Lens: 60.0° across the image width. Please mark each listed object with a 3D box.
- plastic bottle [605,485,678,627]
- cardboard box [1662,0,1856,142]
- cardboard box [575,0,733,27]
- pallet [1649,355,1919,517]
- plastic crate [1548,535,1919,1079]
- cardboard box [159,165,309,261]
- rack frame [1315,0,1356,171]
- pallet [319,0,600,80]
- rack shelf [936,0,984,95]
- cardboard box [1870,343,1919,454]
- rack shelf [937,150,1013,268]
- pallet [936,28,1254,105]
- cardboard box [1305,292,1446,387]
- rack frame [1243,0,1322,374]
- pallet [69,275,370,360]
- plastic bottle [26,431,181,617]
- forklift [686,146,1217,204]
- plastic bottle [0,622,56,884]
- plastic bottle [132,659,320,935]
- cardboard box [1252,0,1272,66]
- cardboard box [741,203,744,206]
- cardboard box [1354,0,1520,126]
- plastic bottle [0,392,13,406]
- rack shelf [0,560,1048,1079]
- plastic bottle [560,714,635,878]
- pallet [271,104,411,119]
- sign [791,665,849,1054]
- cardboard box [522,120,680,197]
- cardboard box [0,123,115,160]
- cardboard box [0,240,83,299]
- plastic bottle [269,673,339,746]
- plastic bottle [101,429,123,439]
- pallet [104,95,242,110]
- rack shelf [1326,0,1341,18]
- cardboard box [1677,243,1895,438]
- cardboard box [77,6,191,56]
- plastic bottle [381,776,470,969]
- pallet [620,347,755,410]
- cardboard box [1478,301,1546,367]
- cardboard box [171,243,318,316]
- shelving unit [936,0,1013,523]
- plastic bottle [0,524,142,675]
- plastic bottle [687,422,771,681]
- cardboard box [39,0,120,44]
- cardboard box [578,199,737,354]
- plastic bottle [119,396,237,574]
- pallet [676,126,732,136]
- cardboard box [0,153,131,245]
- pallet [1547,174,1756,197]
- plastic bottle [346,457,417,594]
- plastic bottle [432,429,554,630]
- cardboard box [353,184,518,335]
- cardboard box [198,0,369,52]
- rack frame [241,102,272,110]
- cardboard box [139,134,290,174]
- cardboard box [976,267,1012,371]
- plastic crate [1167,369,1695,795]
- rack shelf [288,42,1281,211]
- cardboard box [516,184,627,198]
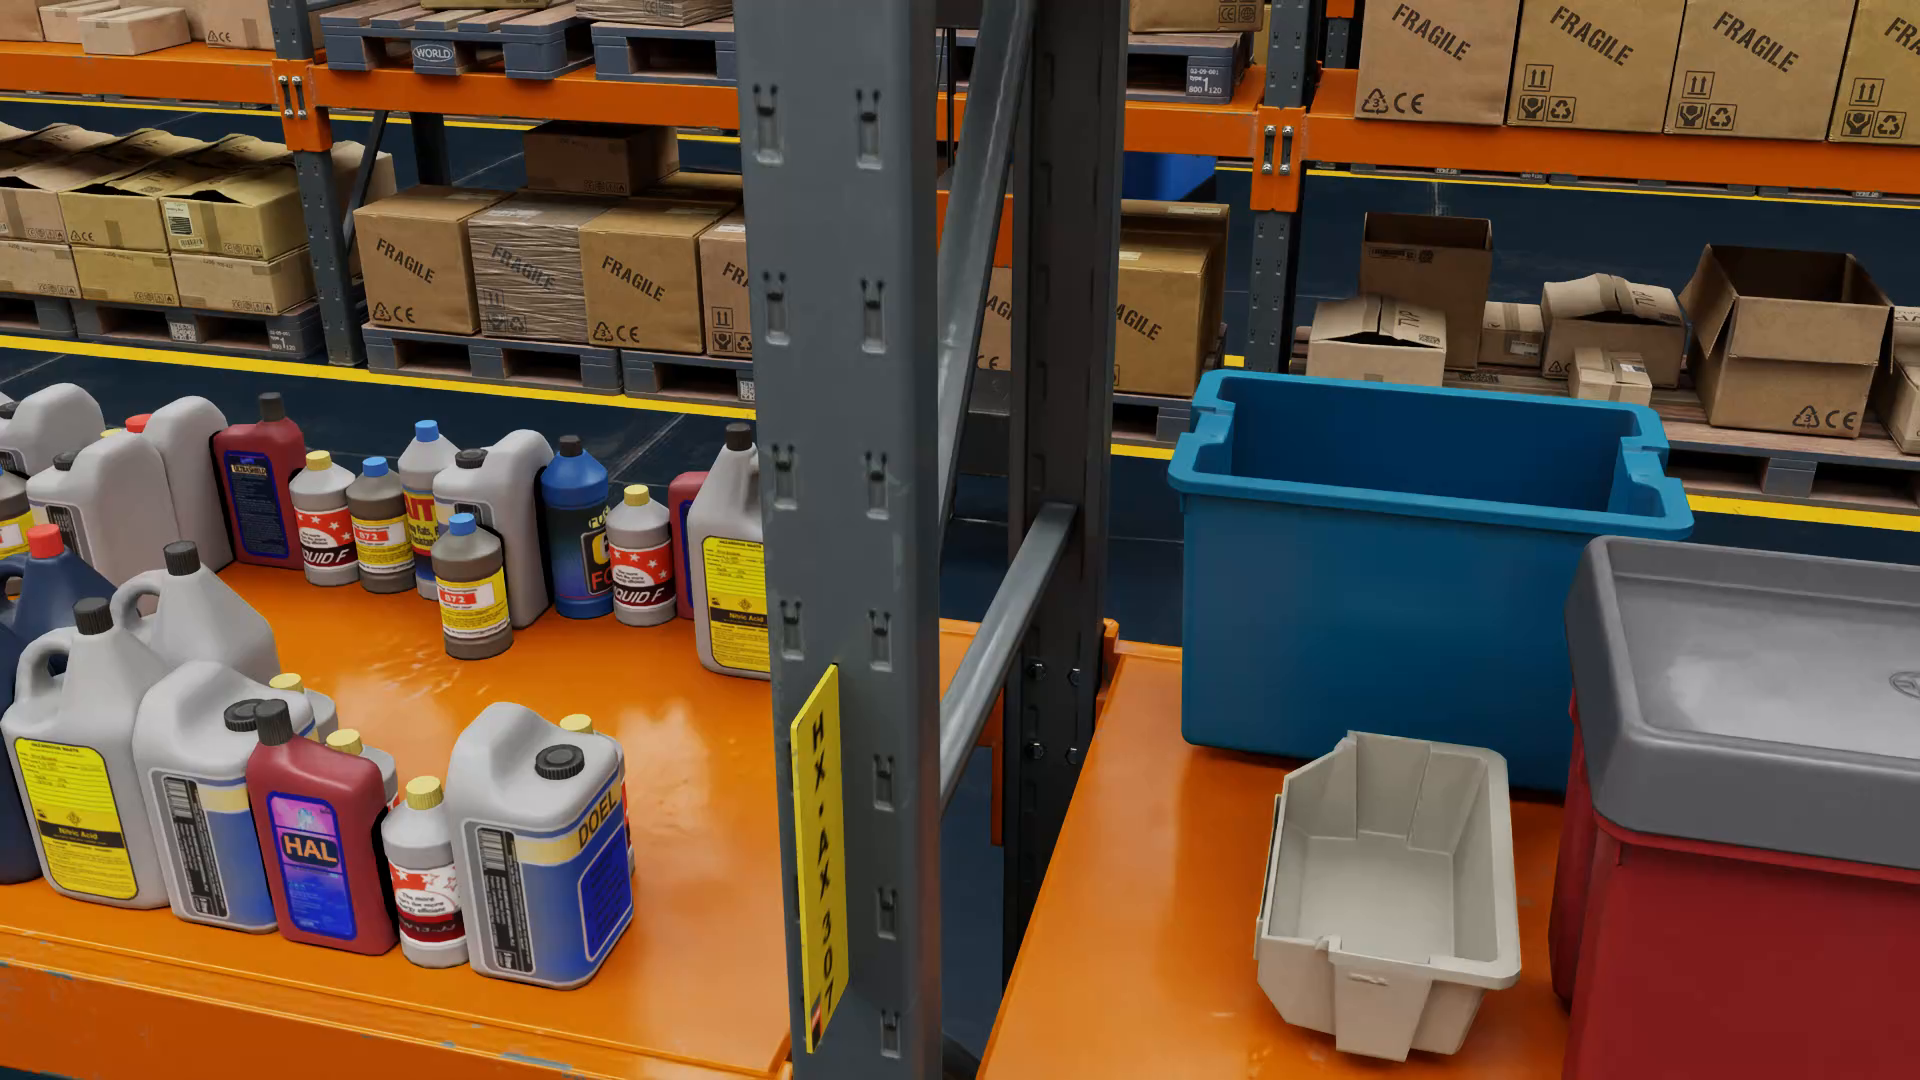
[{"bbox_3d":[-0.470,0.018,2.455,0.097,0.201,0.097,0,25,0],"label":"plastic bottle"},{"bbox_3d":[2.668,-1.667,5.646,0.500,0.500,0.500,6,26,13],"label":"cardboard box"},{"bbox_3d":[-1.136,-2.363,6.619,0.500,0.500,0.700,11,28,23],"label":"cardboard box"},{"bbox_3d":[3.112,-0.435,6.419,1.213,0.211,1.003,6,26,13],"label":"pallet"},{"bbox_3d":[0.827,0.308,1.470,0.583,0.464,0.402,6,26,13],"label":"plastic crate"},{"bbox_3d":[-3.181,-1.481,7.429,0.500,0.311,0.500,7,26,14],"label":"cardboard box"},{"bbox_3d":[2.492,-3.961,10.580,0.127,3.000,1.000,6,26,13],"label":"rack frame"},{"bbox_3d":[-1.938,-2.196,7.097,1.003,0.211,1.213,6,26,13],"label":"pallet"},{"bbox_3d":[0.160,-1.550,4.966,0.480,0.518,0.431,6,26,13],"label":"rack shelf"},{"bbox_3d":[3.635,-0.497,5.991,0.500,0.250,0.500,6,26,13],"label":"cardboard box"},{"bbox_3d":[0.160,-0.918,5.267,0.480,0.518,0.431,6,26,13],"label":"rack shelf"},{"bbox_3d":[0.515,-1.942,6.564,1.213,0.211,1.003,6,26,13],"label":"pallet"},{"bbox_3d":[1.615,-0.748,6.447,0.500,0.311,0.500,6,26,13],"label":"cardboard box"},{"bbox_3d":[1.262,-1.898,6.247,0.127,3.000,1.000,6,26,13],"label":"rack frame"},{"bbox_3d":[-3.400,-1.172,7.965,1.213,0.211,1.003,6,26,13],"label":"pallet"},{"bbox_3d":[-1.263,-0.024,2.456,0.135,0.276,0.152,6,26,13],"label":"plastic bottle"},{"bbox_3d":[-0.112,-3.202,9.065,3.031,2.935,1.130,11,28,22],"label":"forklift"},{"bbox_3d":[-1.126,0.204,1.889,0.185,0.351,0.144,6,26,13],"label":"plastic bottle"},{"bbox_3d":[-0.791,0.273,1.831,0.135,0.276,0.152,6,26,13],"label":"plastic bottle"},{"bbox_3d":[1.830,-3.195,10.984,0.750,0.750,0.750,7,26,14],"label":"cardboard box"},{"bbox_3d":[-0.637,-1.285,7.355,0.500,0.500,0.500,5,26,11],"label":"cardboard box"},{"bbox_3d":[1.688,-1.775,5.873,0.500,0.500,0.500,7,26,14],"label":"cardboard box"},{"bbox_3d":[-1.556,-0.134,2.692,0.097,0.271,0.097,0,25,0],"label":"plastic bottle"},{"bbox_3d":[-1.912,0.274,2.521,4.000,0.370,1.077,6,26,13],"label":"rack shelf"},{"bbox_3d":[-0.425,0.292,1.879,0.097,0.201,0.097,0,25,0],"label":"plastic bottle"},{"bbox_3d":[-4.501,-3.475,12.804,1.213,0.211,1.003,6,26,13],"label":"pallet"},{"bbox_3d":[-0.114,0.268,1.376,0.005,0.325,0.100,6,26,13],"label":"sign"},{"bbox_3d":[-1.592,-1.728,7.414,0.500,0.250,0.500,7,26,15],"label":"cardboard box"},{"bbox_3d":[-4.548,-1.869,8.244,0.500,0.311,0.500,6,26,12],"label":"cardboard box"},{"bbox_3d":[-4.169,-1.338,7.781,0.500,0.250,0.500,7,26,14],"label":"cardboard box"},{"bbox_3d":[-0.778,0.253,1.961,0.097,0.201,0.097,0,25,0],"label":"plastic bottle"},{"bbox_3d":[-1.331,-0.078,2.655,0.097,0.201,0.097,0,25,0],"label":"plastic bottle"},{"bbox_3d":[-5.915,-3.615,13.098,1.213,0.211,1.003,6,26,13],"label":"pallet"},{"bbox_3d":[0.555,-3.850,11.184,4.000,0.370,1.077,6,26,13],"label":"rack shelf"},{"bbox_3d":[3.083,-0.771,6.271,0.637,0.503,0.797,6,26,13],"label":"cardboard box"},{"bbox_3d":[-3.552,-2.194,7.161,0.250,0.149,0.380,6,26,13],"label":"cardboard box"},{"bbox_3d":[-0.557,0.345,1.767,0.097,0.201,0.097,0,25,0],"label":"plastic bottle"},{"bbox_3d":[-0.721,-0.840,7.269,1.213,0.211,1.003,6,26,13],"label":"pallet"},{"bbox_3d":[2.262,-0.851,6.854,0.250,0.149,0.380,6,26,13],"label":"cardboard box"},{"bbox_3d":[-3.182,-1.229,7.552,0.500,0.250,0.500,7,26,14],"label":"cardboard box"},{"bbox_3d":[0.160,-0.930,5.261,0.503,2.100,0.431,6,26,13],"label":"shelving unit"},{"bbox_3d":[-1.090,0.144,2.015,0.185,0.351,0.144,6,26,13],"label":"plastic bottle"},{"bbox_3d":[-0.275,0.009,2.299,0.185,0.351,0.144,6,26,13],"label":"plastic bottle"},{"bbox_3d":[-3.861,-2.326,7.438,0.250,0.149,0.380,8,27,17],"label":"cardboard box"},{"bbox_3d":[-1.249,-1.119,7.007,0.500,0.500,0.500,6,26,12],"label":"cardboard box"},{"bbox_3d":[-1.226,-0.088,2.589,0.135,0.276,0.152,6,26,13],"label":"plastic bottle"},{"bbox_3d":[-2.138,-3.214,12.256,1.213,0.211,1.003,6,26,13],"label":"pallet"},{"bbox_3d":[-4.174,-1.589,7.656,0.500,0.311,0.500,6,26,13],"label":"cardboard box"},{"bbox_3d":[4.394,-2.458,10.667,1.213,0.211,1.003,6,26,13],"label":"pallet"},{"bbox_3d":[-0.883,-0.028,2.551,0.097,0.201,0.097,0,25,0],"label":"plastic bottle"},{"bbox_3d":[-0.683,-0.028,2.463,0.135,0.276,0.152,6,26,13],"label":"plastic bottle"},{"bbox_3d":[-2.242,-1.229,7.237,0.500,0.500,0.500,7,26,15],"label":"cardboard box"},{"bbox_3d":[-2.953,-2.343,7.286,0.500,0.311,0.500,8,27,16],"label":"cardboard box"},{"bbox_3d":[-5.256,-4.817,12.379,0.127,3.000,1.000,6,26,13],"label":"rack frame"},{"bbox_3d":[-3.557,-1.759,8.012,0.500,0.311,0.500,6,26,12],"label":"cardboard box"},{"bbox_3d":[0.236,-0.958,6.669,0.500,0.500,0.500,6,26,13],"label":"cardboard box"},{"bbox_3d":[0.562,0.052,2.100,0.575,0.384,0.392,6,26,13],"label":"plastic crate"},{"bbox_3d":[-0.675,-1.787,6.852,4.000,0.370,1.077,6,26,13],"label":"rack shelf"},{"bbox_3d":[-1.648,-1.394,7.584,0.500,0.500,0.500,7,26,15],"label":"cardboard box"}]
